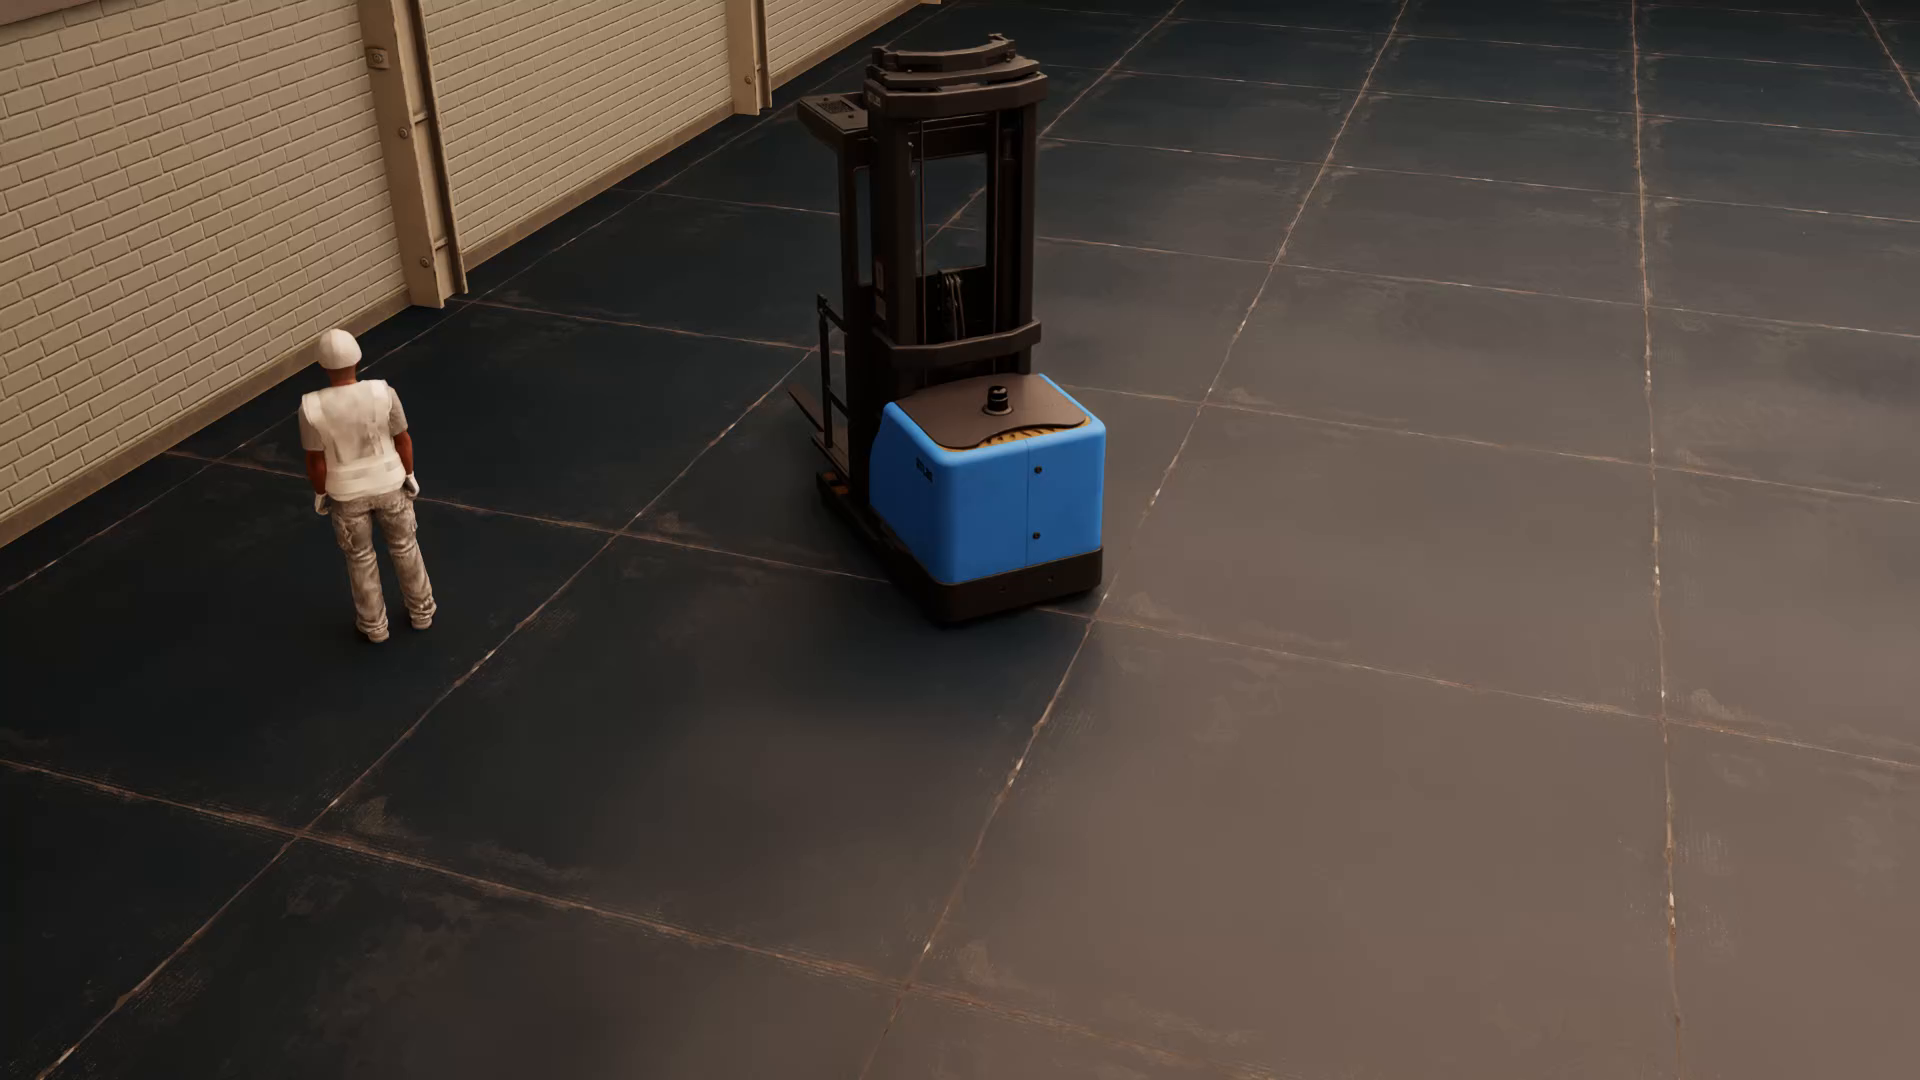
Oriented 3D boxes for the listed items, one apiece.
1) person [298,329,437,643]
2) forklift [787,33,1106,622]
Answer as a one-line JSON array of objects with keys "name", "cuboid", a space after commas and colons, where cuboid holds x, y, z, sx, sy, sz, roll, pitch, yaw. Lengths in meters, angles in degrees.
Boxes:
[{"name": "person", "cuboid": [-3.151, -0.289, 8.800, 0.536, 1.790, 0.386, -14, 33, -23]}, {"name": "forklift", "cuboid": [-0.259, -1.531, 9.822, 1.130, 2.935, 3.031, -13, 32, -21]}]
